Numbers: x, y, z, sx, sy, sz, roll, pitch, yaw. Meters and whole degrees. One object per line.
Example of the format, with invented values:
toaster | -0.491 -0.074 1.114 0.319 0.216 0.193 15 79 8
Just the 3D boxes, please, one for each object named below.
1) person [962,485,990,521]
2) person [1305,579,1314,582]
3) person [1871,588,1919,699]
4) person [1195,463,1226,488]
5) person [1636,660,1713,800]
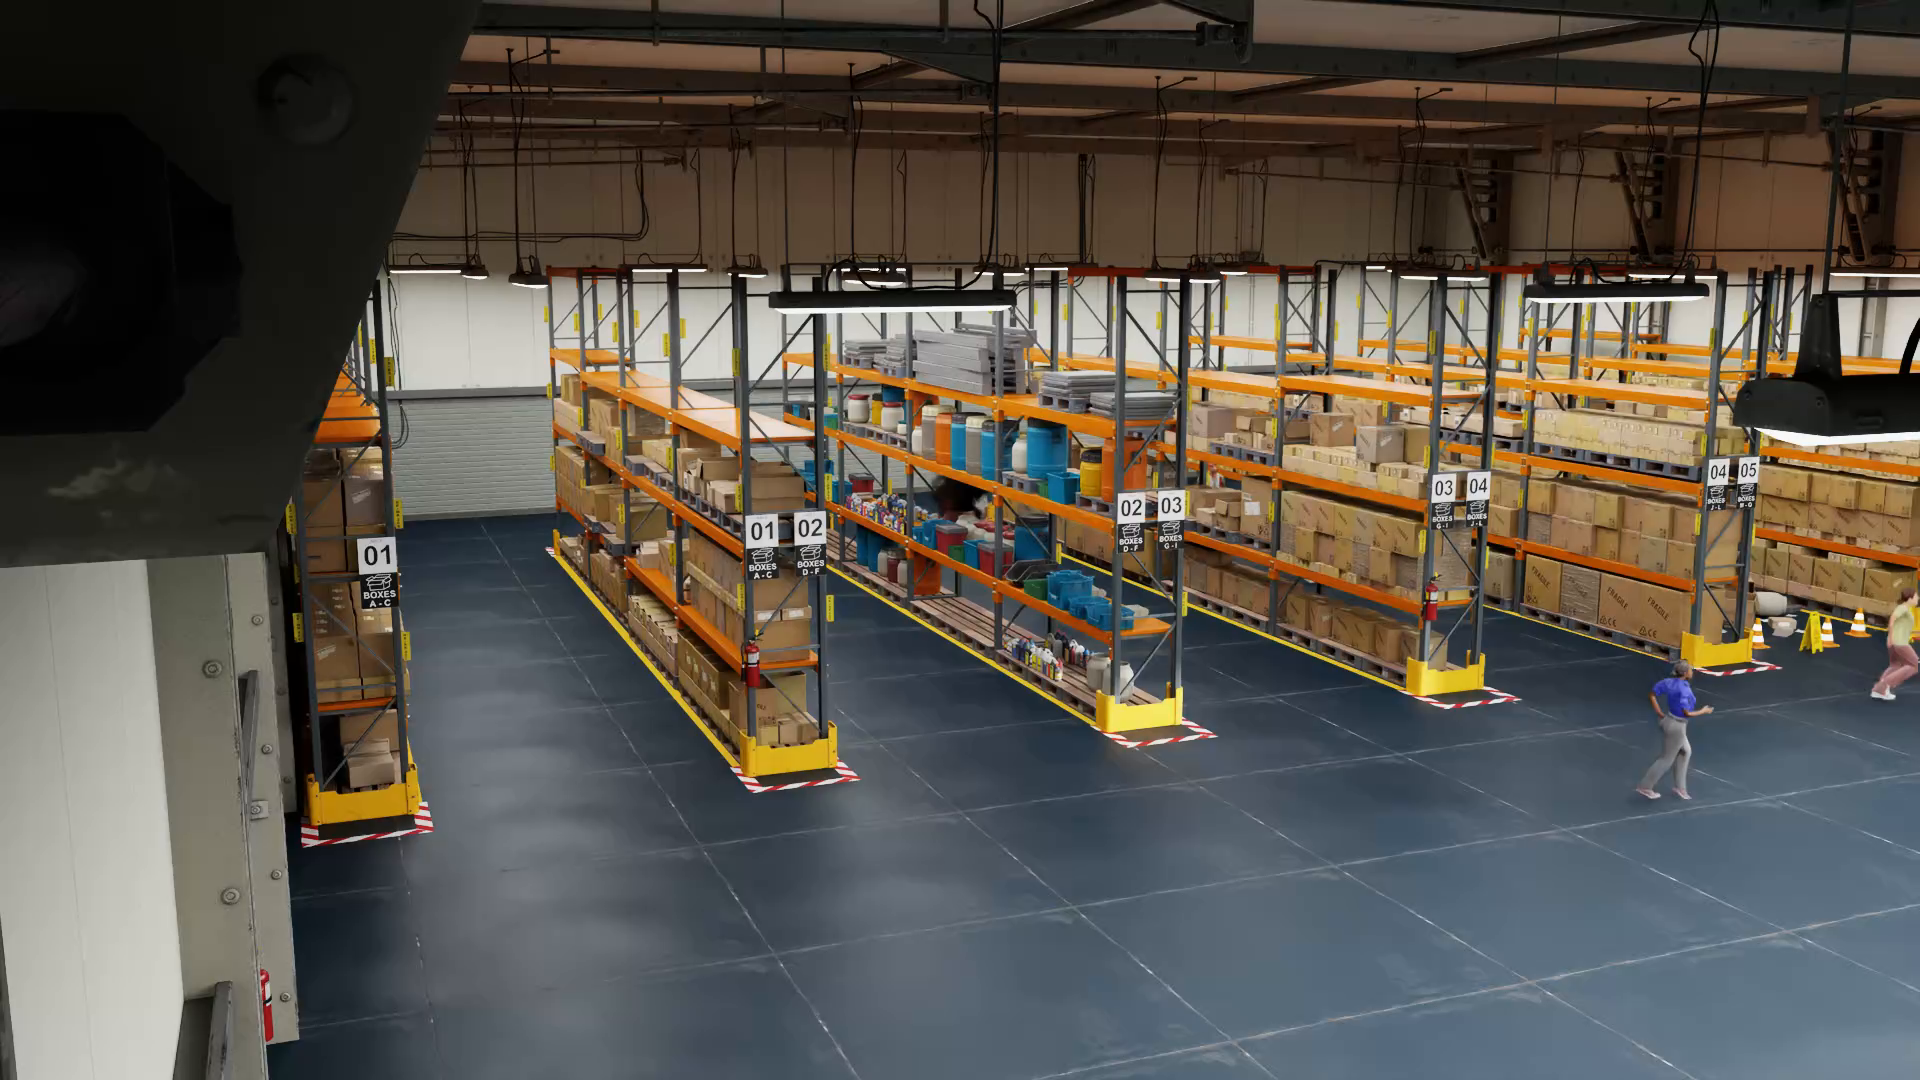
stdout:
person | 0.327 -0.374 33.278 0.699 1.683 0.578 -6 11 -30
person | 6.784 0.035 31.732 0.565 1.608 0.608 -4 11 -24
person | 13.290 1.469 23.504 0.622 1.611 0.584 4 11 20
person | 5.571 -0.870 36.530 0.632 1.748 0.601 -3 10 -19
person | 8.240 2.235 19.198 0.810 1.706 0.526 0 10 2
